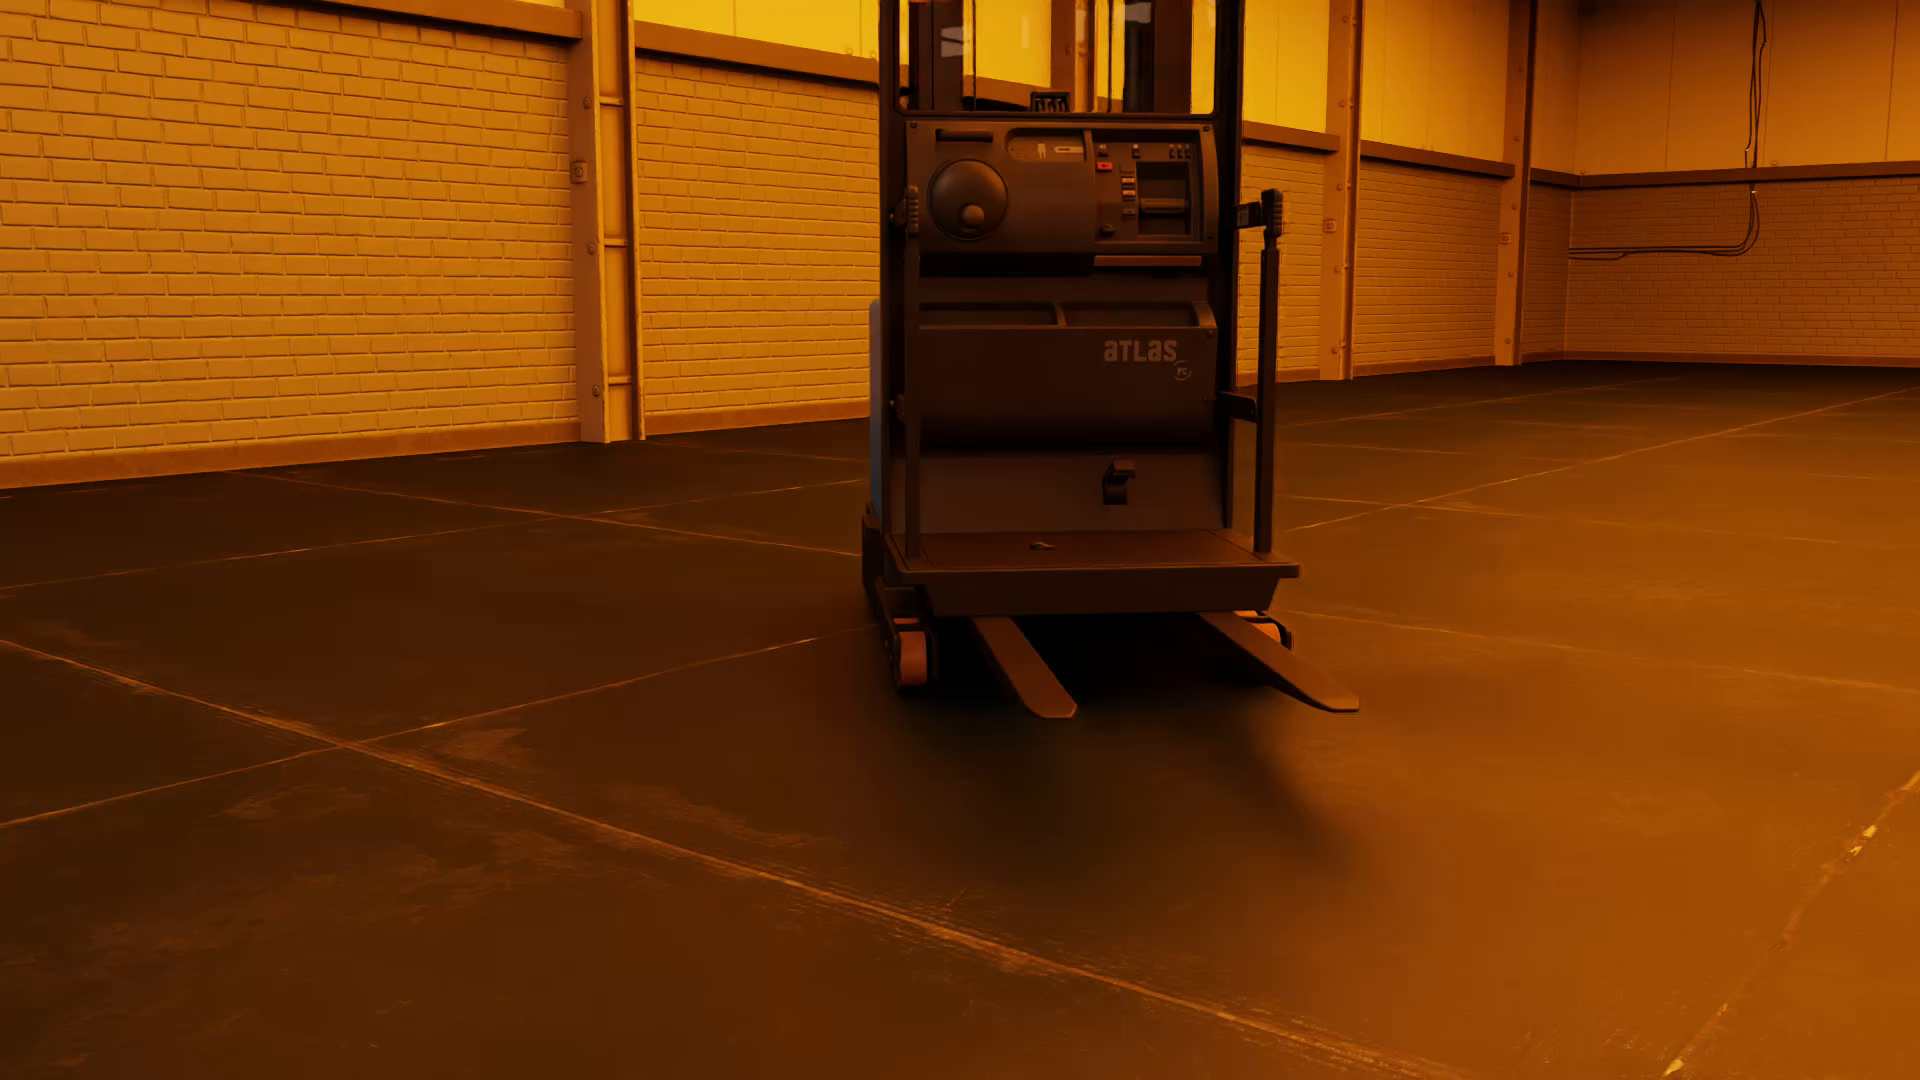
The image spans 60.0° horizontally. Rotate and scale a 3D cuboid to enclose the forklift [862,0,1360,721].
[{"bbox_3d":[0.330,-1.090,4.733,1.130,2.935,3.031,-1,8,-6],"label":"forklift"}]
